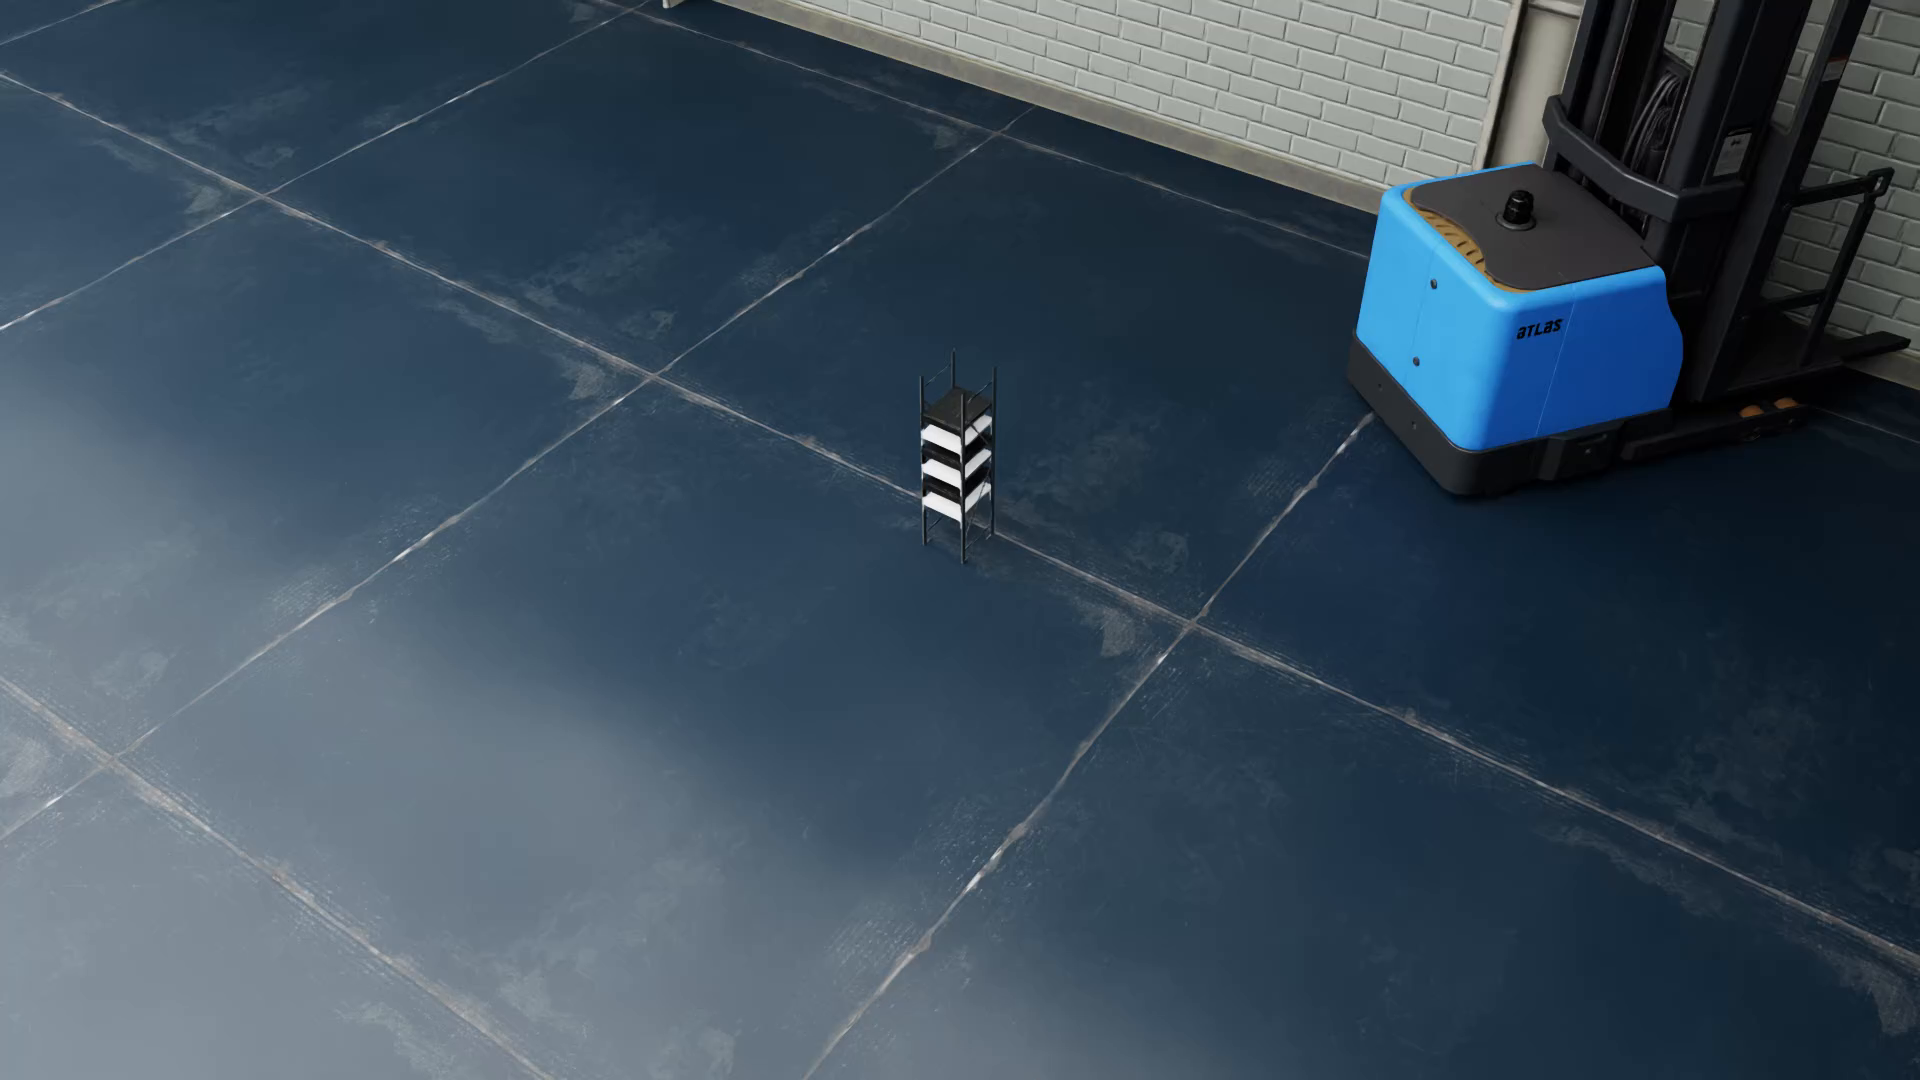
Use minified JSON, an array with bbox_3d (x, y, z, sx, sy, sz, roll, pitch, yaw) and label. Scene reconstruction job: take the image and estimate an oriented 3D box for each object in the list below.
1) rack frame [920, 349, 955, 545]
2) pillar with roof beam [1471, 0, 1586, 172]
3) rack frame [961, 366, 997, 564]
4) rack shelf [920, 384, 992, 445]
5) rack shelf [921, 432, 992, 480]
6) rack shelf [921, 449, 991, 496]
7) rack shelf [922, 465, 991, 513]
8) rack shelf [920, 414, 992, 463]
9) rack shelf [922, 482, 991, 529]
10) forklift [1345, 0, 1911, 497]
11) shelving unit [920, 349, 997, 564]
[{"bbox_3d":[-0.090,-0.377,6.997,0.006,0.900,0.240,25,48,25],"label":"rack frame"},{"bbox_3d":[0.390,-2.470,3.261,0.400,9.000,9.100,25,48,25],"label":"pillar with roof beam"},{"bbox_3d":[0.077,-0.300,6.910,0.006,0.900,0.240,25,48,25],"label":"rack frame"},{"bbox_3d":[-0.007,-0.515,6.796,0.200,0.077,0.258,25,48,25],"label":"rack shelf"},{"bbox_3d":[-0.007,-0.381,6.916,0.200,0.077,0.258,25,48,25],"label":"rack shelf"},{"bbox_3d":[-0.007,-0.314,6.976,0.200,0.077,0.258,25,48,25],"label":"rack shelf"},{"bbox_3d":[-0.007,-0.247,7.036,0.200,0.077,0.258,25,48,25],"label":"rack shelf"},{"bbox_3d":[-0.007,-0.448,6.856,0.200,0.077,0.258,25,48,25],"label":"rack shelf"},{"bbox_3d":[-0.007,-0.179,7.096,0.200,0.077,0.258,25,48,25],"label":"rack shelf"},{"bbox_3d":[3.435,-1.875,7.148,3.031,2.935,1.130,-13,43,-14],"label":"forklift"},{"bbox_3d":[-0.007,-0.338,6.953,0.210,0.900,0.258,25,48,25],"label":"shelving unit"}]
